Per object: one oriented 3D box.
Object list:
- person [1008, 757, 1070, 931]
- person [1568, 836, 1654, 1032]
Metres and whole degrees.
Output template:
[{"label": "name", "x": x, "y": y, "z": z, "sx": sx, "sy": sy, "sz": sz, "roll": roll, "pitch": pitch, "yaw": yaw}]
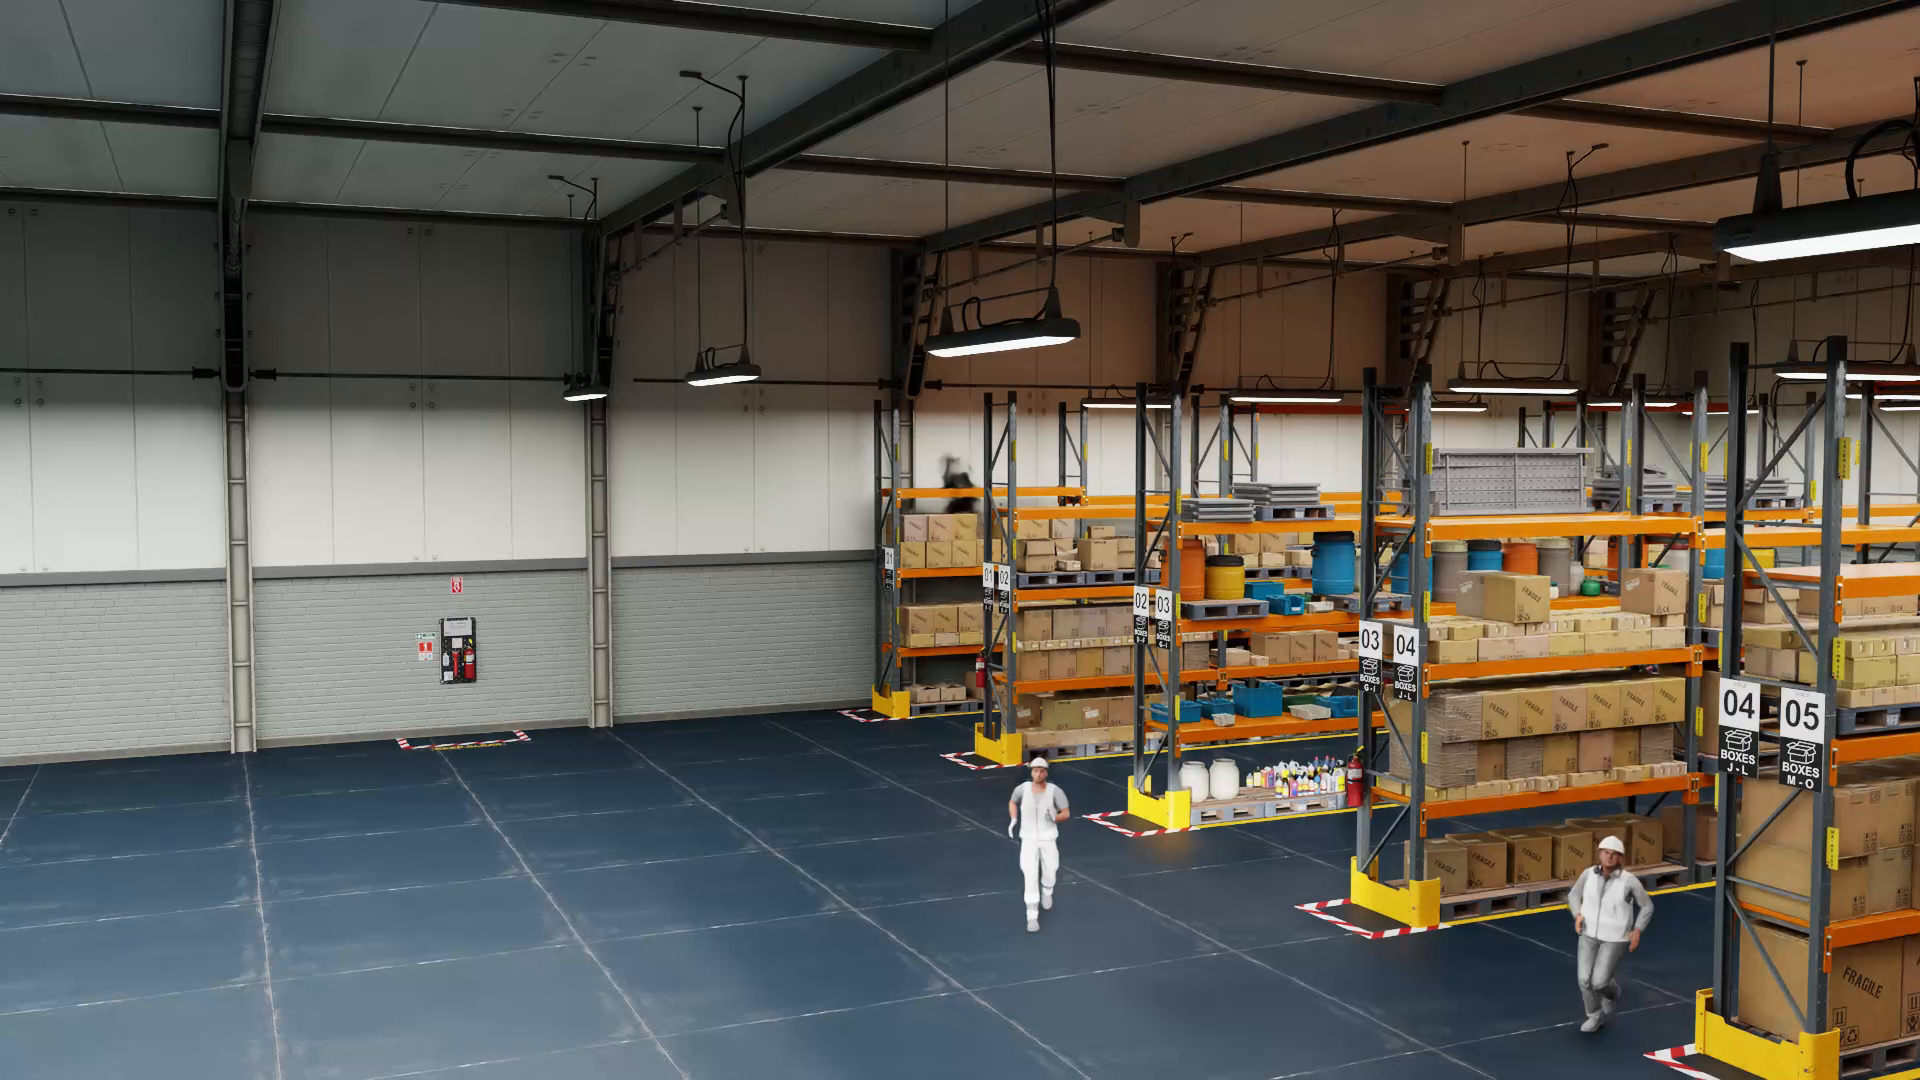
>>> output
[{"label": "person", "x": 0.847, "y": 3.208, "z": 17.829, "sx": 0.661, "sy": 1.765, "sz": 1.002, "roll": 0, "pitch": 3, "yaw": 4}, {"label": "person", "x": 5.653, "y": 3.460, "z": 14.565, "sx": 0.710, "sy": 1.732, "sz": 0.526, "roll": 3, "pitch": 4, "yaw": 41}]
